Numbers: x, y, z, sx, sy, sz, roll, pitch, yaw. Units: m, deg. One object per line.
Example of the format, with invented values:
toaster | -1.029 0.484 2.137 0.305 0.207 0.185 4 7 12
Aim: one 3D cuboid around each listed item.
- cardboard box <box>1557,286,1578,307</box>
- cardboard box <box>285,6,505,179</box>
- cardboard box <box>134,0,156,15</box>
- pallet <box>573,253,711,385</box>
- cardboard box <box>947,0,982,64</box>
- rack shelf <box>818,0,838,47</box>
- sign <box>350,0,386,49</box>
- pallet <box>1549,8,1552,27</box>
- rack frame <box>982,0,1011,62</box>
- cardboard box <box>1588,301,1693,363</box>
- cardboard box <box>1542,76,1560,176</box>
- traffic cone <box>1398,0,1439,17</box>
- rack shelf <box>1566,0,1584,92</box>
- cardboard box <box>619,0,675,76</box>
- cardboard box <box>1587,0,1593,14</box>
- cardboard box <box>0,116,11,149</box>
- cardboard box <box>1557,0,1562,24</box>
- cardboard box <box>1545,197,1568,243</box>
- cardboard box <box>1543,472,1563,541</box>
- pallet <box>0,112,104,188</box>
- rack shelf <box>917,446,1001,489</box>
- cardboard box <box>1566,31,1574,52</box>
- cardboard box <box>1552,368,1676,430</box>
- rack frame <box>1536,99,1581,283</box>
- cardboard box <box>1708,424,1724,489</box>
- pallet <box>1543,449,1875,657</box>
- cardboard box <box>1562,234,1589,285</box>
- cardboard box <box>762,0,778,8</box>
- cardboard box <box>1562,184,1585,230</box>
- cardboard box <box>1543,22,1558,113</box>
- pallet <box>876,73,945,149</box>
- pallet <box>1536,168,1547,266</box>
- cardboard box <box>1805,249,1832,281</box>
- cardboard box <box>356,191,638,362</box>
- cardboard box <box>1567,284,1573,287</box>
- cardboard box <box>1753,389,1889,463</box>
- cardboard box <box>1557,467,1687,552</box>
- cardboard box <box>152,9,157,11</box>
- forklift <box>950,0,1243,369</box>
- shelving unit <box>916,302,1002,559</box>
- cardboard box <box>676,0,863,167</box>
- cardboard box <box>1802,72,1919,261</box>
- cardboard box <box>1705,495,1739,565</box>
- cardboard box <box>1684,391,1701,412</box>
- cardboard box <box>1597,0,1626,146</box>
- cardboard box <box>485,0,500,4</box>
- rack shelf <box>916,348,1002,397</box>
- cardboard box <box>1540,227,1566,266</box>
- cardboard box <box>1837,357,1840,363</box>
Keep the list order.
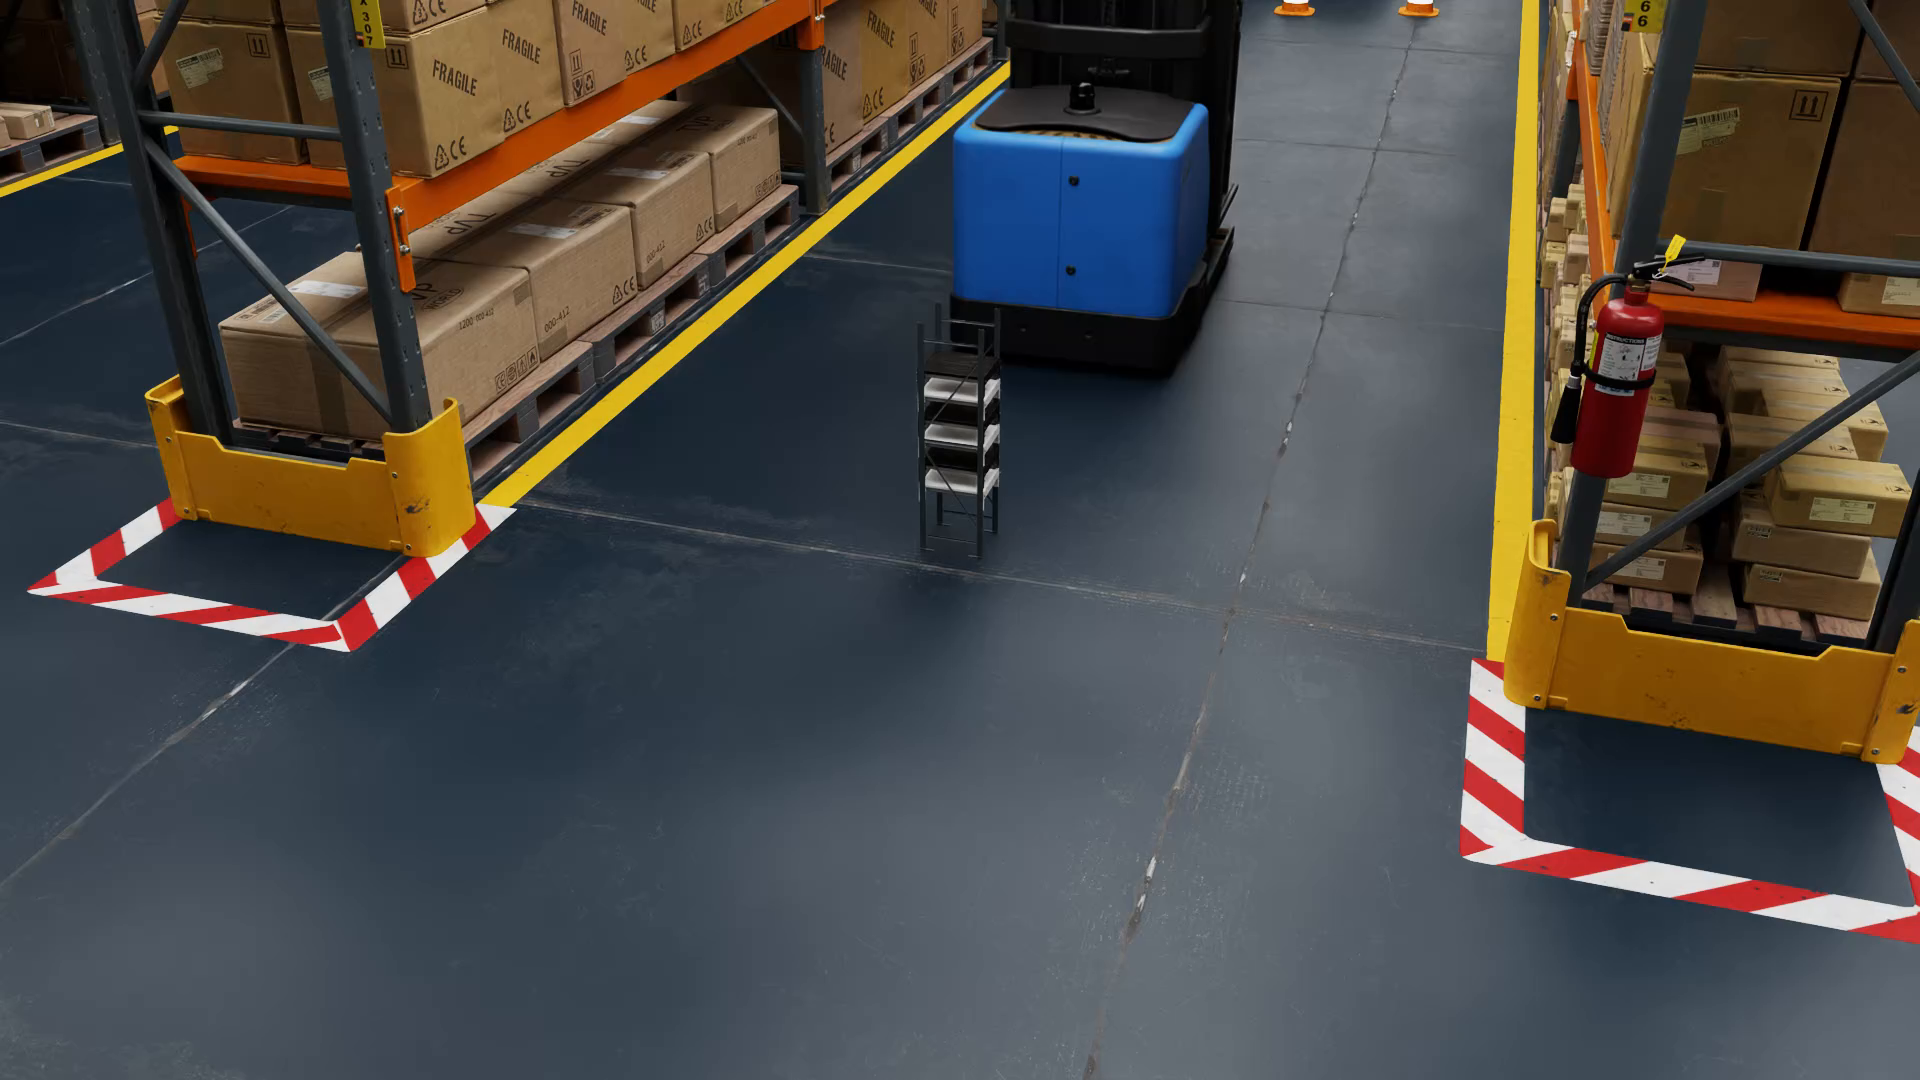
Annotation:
cardboard box | 2.740 -0.948 7.063 0.380 0.149 0.250 8 30 14
cardboard box | -2.023 -1.636 6.002 0.500 0.500 0.500 8 30 14
cardboard box | -5.643 -3.619 11.142 0.380 0.149 0.250 8 30 13
pallet | -1.918 -1.139 8.081 1.003 0.211 1.213 8 30 15
cardboard box | -0.372 -4.074 12.241 0.875 0.875 0.875 8 30 14
rack shelf | -0.677 -3.884 10.887 1.077 0.370 4.000 8 30 15
sign | -1.910 -1.741 5.322 0.100 0.325 0.005 8 30 15
pallet | 5.335 -4.171 13.530 1.003 0.211 1.213 8 30 15
rack frame | -0.090 -5.128 12.383 1.000 3.000 0.127 8 30 15
cardboard box | 2.665 -0.828 6.542 0.380 0.149 0.250 7 30 13
cardboard box | 3.625 -2.319 9.473 0.500 0.500 0.500 8 30 14
traffic cone | 4.008 -4.811 14.423 0.336 0.463 0.334 8 30 15
rack shelf | 4.084 -3.225 9.701 1.077 0.370 4.000 8 30 15
cardboard box | -1.604 -2.344 7.275 0.500 0.500 0.500 10 30 17
cardboard box | 3.111 -2.589 7.410 0.500 0.500 0.500 8 30 14
cardboard box | -5.998 -2.498 10.035 0.396 0.266 0.258 10 30 17
cardboard box | 4.089 -3.366 10.583 0.500 0.250 0.500 8 30 14
cardboard box | 3.085 -1.555 8.154 0.380 0.149 0.250 10 31 17
cardboard box | 2.257 -0.097 5.839 0.380 0.149 0.250 9 30 16
pallet | -6.213 -2.438 10.416 1.003 0.211 1.213 8 30 15
rack shelf | -0.002 -0.282 6.084 0.258 0.077 0.200 8 30 15
cardboard box | 3.638 -2.648 9.292 0.500 0.250 0.500 10 31 17
cardboard box | 2.320 -0.478 5.912 0.380 0.149 0.250 8 30 14
rack frame | 3.497 -2.610 7.856 1.000 3.000 0.127 8 30 15
cardboard box | 2.844 -0.271 5.846 0.380 0.149 0.250 9 30 16
pallet | 2.618 0.060 5.925 1.003 0.211 1.213 8 30 15
cardboard box | 2.826 -1.202 7.213 0.380 0.149 0.250 9 30 16
cardboard box | -1.156 -3.061 8.564 0.500 0.500 0.500 9 30 15
cardboard box | 3.061 -1.557 7.853 0.380 0.149 0.250 10 31 17
cardboard box | 4.076 -3.033 10.756 0.500 0.500 0.500 9 30 15
pallet | -0.754 -2.989 11.405 1.003 0.211 1.213 8 30 15
pallet | 3.725 -1.753 9.184 1.003 0.211 1.213 8 30 15
cardboard box | 2.767 -0.869 4.985 0.380 0.149 0.250 10 30 17
cardboard box | -2.080 -1.222 7.564 0.875 0.438 0.875 9 30 16
cardboard box | 2.955 -1.052 7.557 0.380 0.149 0.250 8 30 14
cardboard box | 2.964 -0.388 5.750 0.380 0.149 0.250 8 30 15
cardboard box | 2.205 -0.105 5.547 0.380 0.149 0.250 8 30 14
cardboard box | -5.506 -3.508 11.610 0.500 0.500 0.500 8 30 14
forklift | 0.853 -2.754 8.185 1.130 2.935 3.031 8 30 14
shelving unit | -0.002 -0.389 6.024 0.258 0.900 0.210 8 30 15
cardboard box | -1.159 -2.824 9.994 0.875 0.875 0.875 9 30 16
cardboard box | 2.719 -1.094 4.722 0.500 0.500 0.500 10 31 17
cardboard box | 2.782 -0.020 5.700 0.380 0.149 0.250 8 30 15
cardboard box | 2.534 -0.456 6.180 0.380 0.149 0.250 8 30 14
cardboard box | 2.505 -1.646 5.714 0.500 0.500 0.500 9 30 15
cardboard box | -1.880 -2.314 6.193 0.500 0.500 0.500 8 30 14
rack shelf | -0.002 -0.596 5.909 0.258 0.077 0.200 8 30 15
cardboard box | 3.083 -1.424 8.225 0.380 0.149 0.250 7 30 13
cardboard box | 3.169 -0.758 6.416 0.380 0.149 0.250 9 30 16
